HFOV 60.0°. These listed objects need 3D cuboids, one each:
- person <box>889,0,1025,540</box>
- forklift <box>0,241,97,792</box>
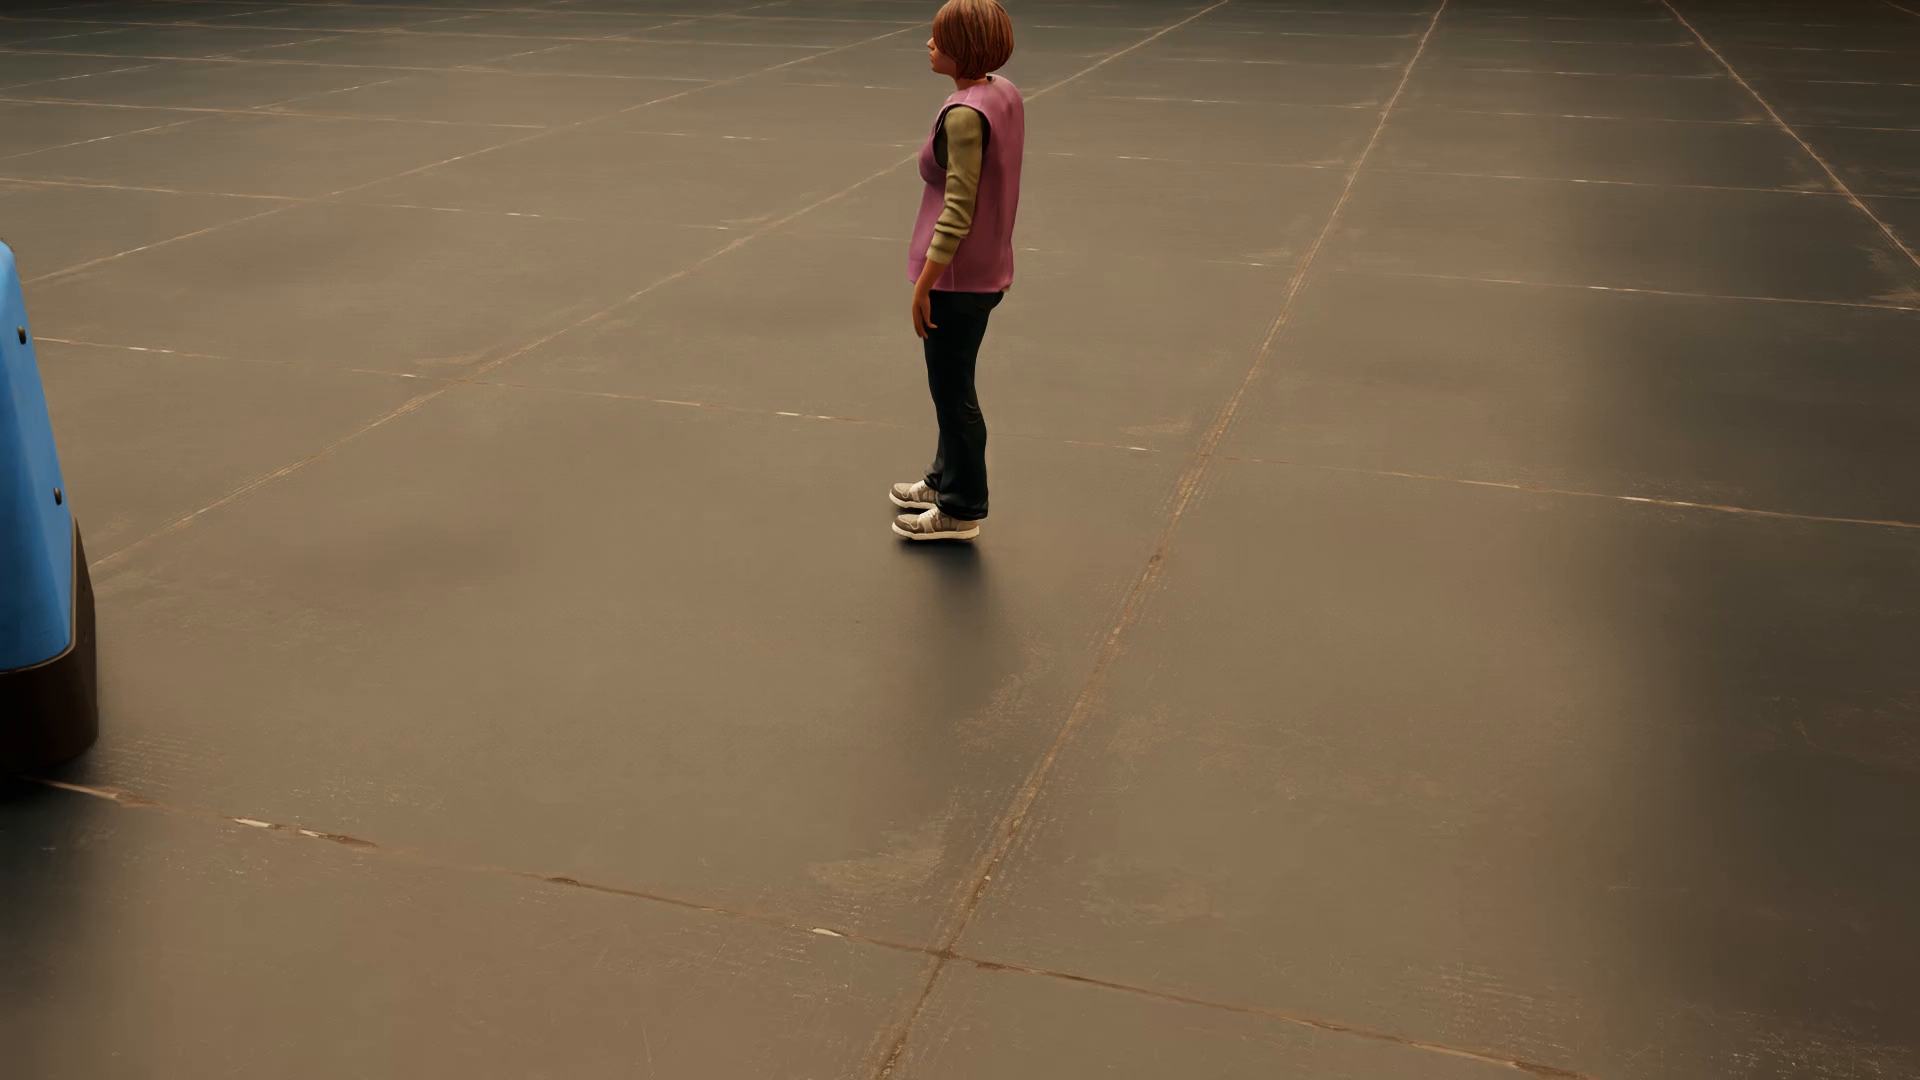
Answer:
[{"bbox_3d":[-0.066,-0.758,4.845,0.475,1.596,0.520,7,23,16],"label":"person"},{"bbox_3d":[-3.538,-0.727,3.039,3.031,2.935,1.130,-11,25,-24],"label":"forklift"}]
